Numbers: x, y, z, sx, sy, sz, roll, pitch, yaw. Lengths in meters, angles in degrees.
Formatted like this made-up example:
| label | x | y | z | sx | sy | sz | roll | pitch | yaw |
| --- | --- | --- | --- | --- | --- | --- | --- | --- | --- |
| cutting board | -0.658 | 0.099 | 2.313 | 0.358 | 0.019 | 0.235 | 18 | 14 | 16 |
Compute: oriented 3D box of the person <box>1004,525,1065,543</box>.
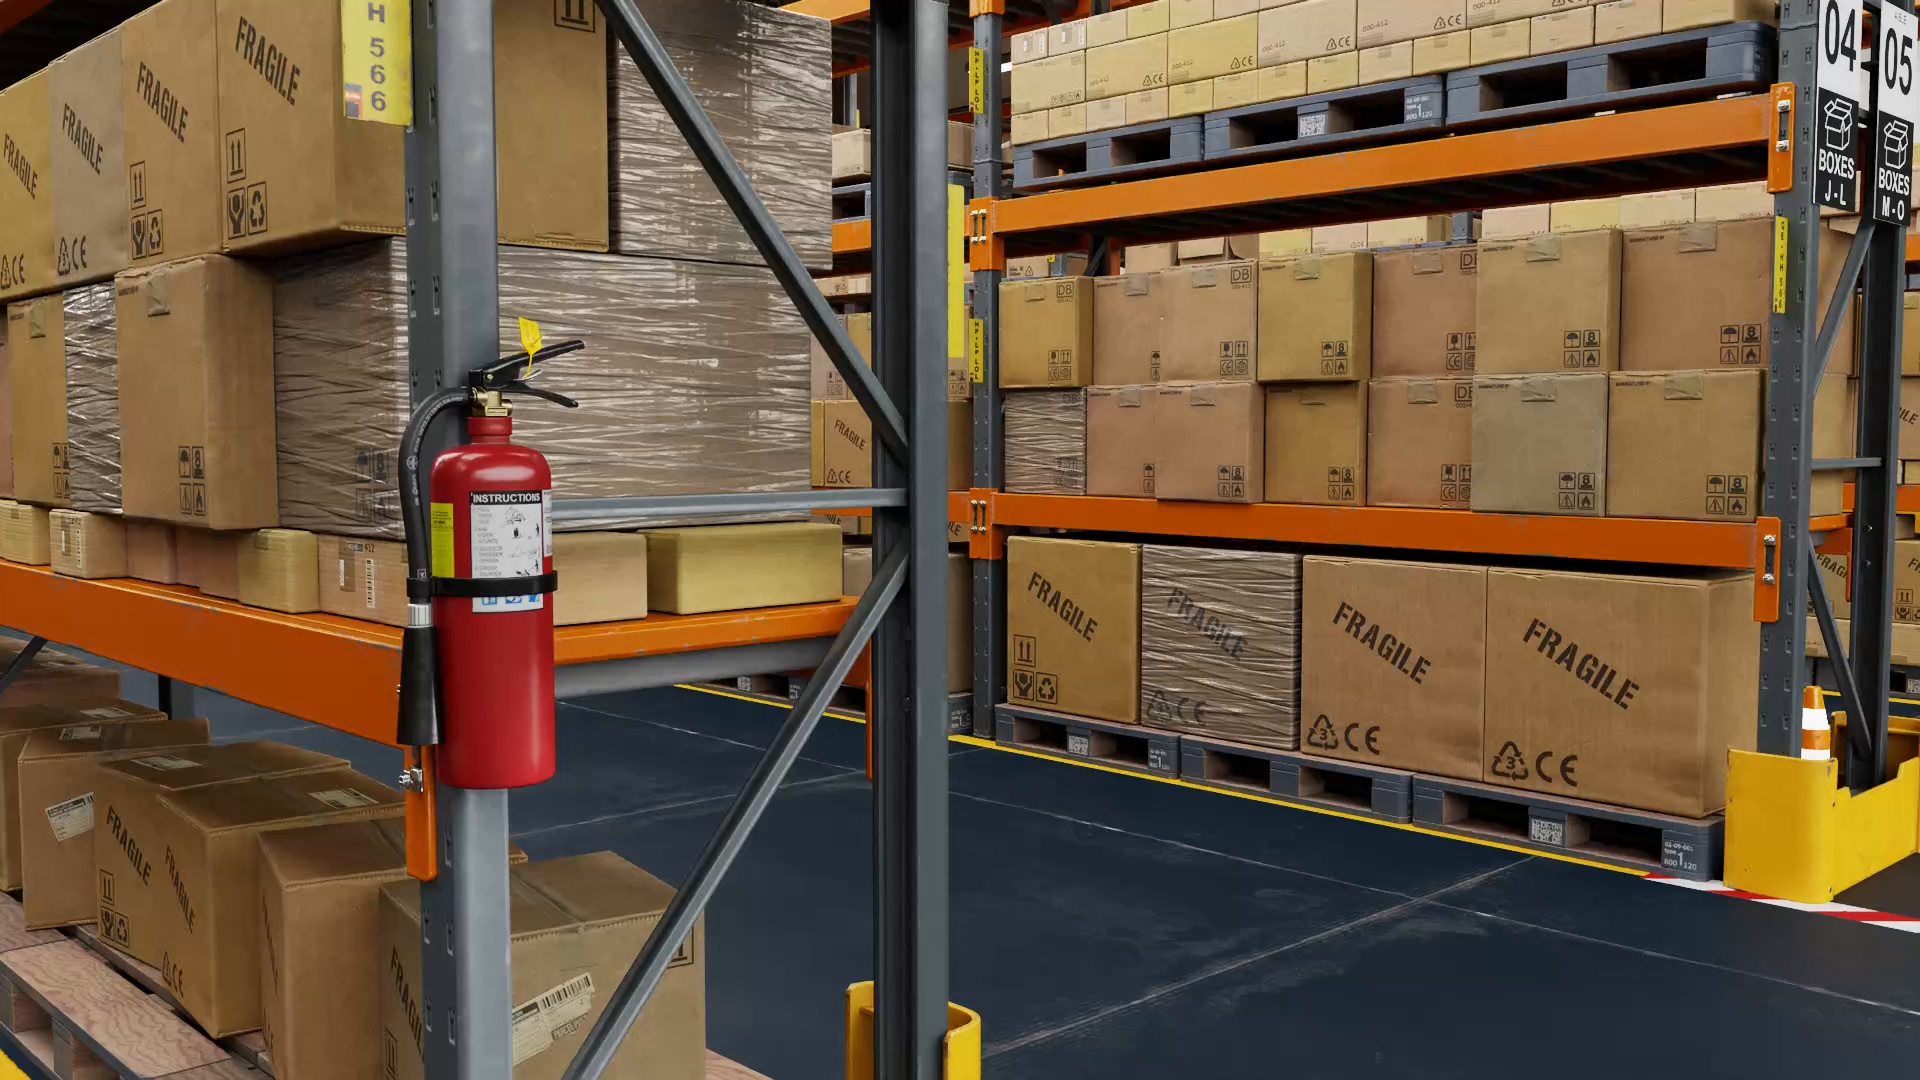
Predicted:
| label | x | y | z | sx | sy | sz | roll | pitch | yaw |
| --- | --- | --- | --- | --- | --- | --- | --- | --- | --- |
| person | 0.539 | -0.087 | 12.544 | 0.427 | 1.774 | 0.644 | -4 | 5 | -43 |
